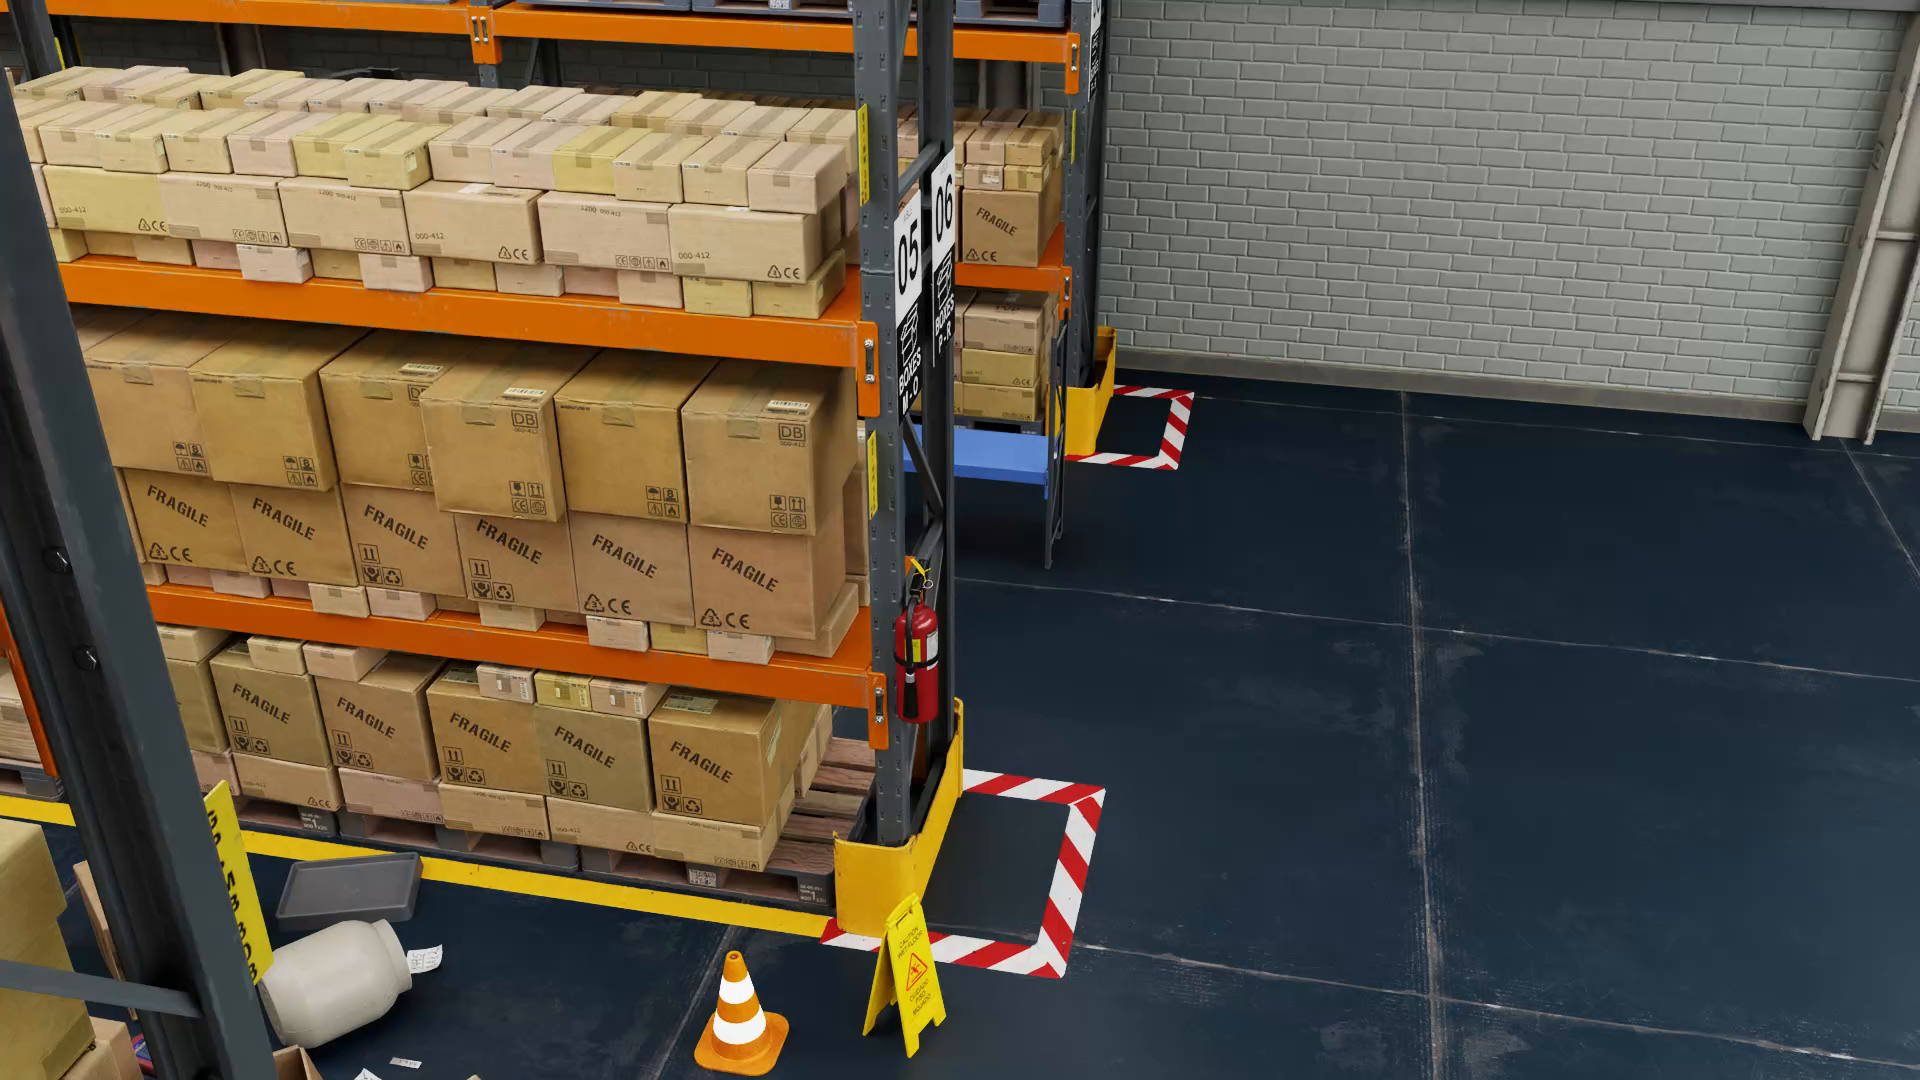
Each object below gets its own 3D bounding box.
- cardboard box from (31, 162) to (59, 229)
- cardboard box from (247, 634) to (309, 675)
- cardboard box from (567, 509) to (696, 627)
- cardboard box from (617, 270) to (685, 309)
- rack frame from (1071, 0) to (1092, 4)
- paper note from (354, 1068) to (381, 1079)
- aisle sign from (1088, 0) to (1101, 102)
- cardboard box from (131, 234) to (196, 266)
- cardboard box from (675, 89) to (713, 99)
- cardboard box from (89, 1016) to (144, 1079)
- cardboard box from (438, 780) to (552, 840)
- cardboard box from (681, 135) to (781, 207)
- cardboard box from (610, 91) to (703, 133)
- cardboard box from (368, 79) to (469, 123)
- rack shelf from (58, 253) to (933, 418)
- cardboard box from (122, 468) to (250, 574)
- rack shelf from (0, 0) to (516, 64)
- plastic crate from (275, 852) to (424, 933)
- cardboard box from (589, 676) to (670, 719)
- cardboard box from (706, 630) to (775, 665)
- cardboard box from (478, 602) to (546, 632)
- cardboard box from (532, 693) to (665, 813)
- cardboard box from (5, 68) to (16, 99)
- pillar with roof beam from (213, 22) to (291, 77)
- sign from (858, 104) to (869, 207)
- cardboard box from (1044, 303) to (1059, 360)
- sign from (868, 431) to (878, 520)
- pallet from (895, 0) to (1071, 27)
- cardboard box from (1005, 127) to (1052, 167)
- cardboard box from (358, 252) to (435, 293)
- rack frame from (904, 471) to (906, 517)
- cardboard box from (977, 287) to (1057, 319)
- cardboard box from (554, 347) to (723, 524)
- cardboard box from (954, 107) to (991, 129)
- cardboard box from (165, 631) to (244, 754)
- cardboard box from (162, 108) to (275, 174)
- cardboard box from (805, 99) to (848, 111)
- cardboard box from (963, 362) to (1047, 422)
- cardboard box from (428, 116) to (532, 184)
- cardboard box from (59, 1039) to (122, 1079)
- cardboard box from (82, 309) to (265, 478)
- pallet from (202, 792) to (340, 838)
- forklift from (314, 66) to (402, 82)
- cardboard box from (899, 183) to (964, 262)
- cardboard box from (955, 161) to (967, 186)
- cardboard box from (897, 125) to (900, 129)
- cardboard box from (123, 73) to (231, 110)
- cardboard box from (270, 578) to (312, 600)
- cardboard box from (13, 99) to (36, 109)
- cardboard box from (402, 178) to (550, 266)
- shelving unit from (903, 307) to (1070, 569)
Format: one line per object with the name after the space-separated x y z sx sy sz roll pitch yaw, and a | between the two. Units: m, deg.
-3.728 -1.461 6.680 0.500 0.250 0.500 5 29 9 | cardboard box
-2.968 0.432 7.468 0.250 0.149 0.380 7 29 13 | cardboard box
-1.266 -0.004 6.882 0.500 0.500 0.500 6 29 11 | cardboard box
-1.100 -1.015 6.280 0.250 0.149 0.380 7 29 12 | cardboard box
0.844 -4.815 9.837 0.127 3.000 1.000 6 29 11 | rack frame
-2.329 2.139 6.484 0.142 0.019 0.148 17 33 28 | paper note
0.847 -3.180 10.389 0.004 0.787 0.394 6 29 11 | aisle sign
-3.101 -1.243 6.697 0.250 0.149 0.380 7 29 12 | cardboard box
-1.937 -3.093 11.849 0.250 0.149 0.380 5 29 10 | cardboard box
-3.352 2.106 5.900 0.503 0.637 0.797 6 29 11 | cardboard box
-2.054 1.109 7.688 0.500 0.250 0.500 5 29 9 | cardboard box
-0.826 -1.347 6.056 0.250 0.149 0.380 6 29 11 | cardboard box
-1.206 -1.671 6.648 0.250 0.149 0.380 6 29 10 | cardboard box
-2.209 -1.769 6.827 0.250 0.149 0.380 6 29 11 | cardboard box
-2.145 -1.053 6.838 4.000 0.370 1.077 6 29 11 | rack shelf
-3.233 -0.213 7.264 0.500 0.500 0.500 6 29 10 | cardboard box
-5.024 -3.786 11.829 4.000 0.370 1.077 6 29 11 | rack shelf
-2.737 1.570 7.462 0.583 0.080 0.402 -4 29 -7 | plastic crate
-1.400 0.593 7.175 0.250 0.149 0.380 7 29 12 | cardboard box
-0.871 0.347 6.915 0.250 0.149 0.380 6 29 10 | cardboard box
-1.865 0.225 7.138 0.250 0.149 0.380 6 29 10 | cardboard box
-1.538 0.832 7.414 0.500 0.500 0.500 7 29 12 | cardboard box
-4.589 -1.934 7.417 0.500 0.250 0.500 5 29 9 | cardboard box
-6.416 -3.888 8.144 0.400 9.000 9.100 6 29 11 | pillar with roof beam
-0.325 -1.298 5.613 0.005 0.325 0.100 6 29 11 | sign
0.427 -1.526 11.981 0.500 0.250 0.500 6 29 11 | cardboard box
-0.325 -0.240 6.192 0.005 0.325 0.100 6 29 11 | sign
0.158 -3.544 10.730 1.213 0.211 1.003 6 29 11 | pallet
0.449 -2.580 10.911 0.250 0.149 0.380 6 29 11 | cardboard box
-2.108 -1.095 6.427 0.250 0.149 0.380 6 29 10 | cardboard box
-0.414 -0.700 10.129 0.032 1.500 0.500 6 29 11 | rack frame
0.413 -1.738 11.847 0.500 0.250 0.500 5 29 10 | cardboard box
-1.228 -0.468 6.689 0.500 0.500 0.700 6 29 11 | cardboard box
0.050 -2.839 11.384 0.250 0.149 0.380 6 29 12 | cardboard box
-3.580 0.625 7.791 0.500 0.500 0.500 7 30 13 | cardboard box
-2.840 -1.541 6.410 0.250 0.149 0.380 5 29 9 | cardboard box
-0.947 -2.945 11.579 0.250 0.149 0.380 6 29 11 | cardboard box
0.318 -1.061 11.652 0.500 0.250 0.500 6 29 11 | cardboard box
-1.805 -1.480 6.299 0.250 0.149 0.380 5 29 9 | cardboard box
-1.392 0.864 2.307 0.250 0.149 0.380 6 29 11 | cardboard box
-3.221 -0.659 7.037 0.500 0.500 0.700 6 29 11 | cardboard box
-3.437 1.020 8.328 1.213 0.211 1.003 6 29 11 | pallet
-2.756 -1.049 9.276 3.031 2.935 1.130 5 29 9 | forklift
-0.198 -2.210 11.221 0.500 0.500 0.500 7 29 12 | cardboard box
-0.051 -2.482 11.042 0.250 0.149 0.380 6 29 12 | cardboard box
-0.566 -2.637 11.016 0.250 0.149 0.380 7 29 12 | cardboard box
-3.239 -1.821 6.923 0.250 0.149 0.380 7 29 12 | cardboard box
-2.834 0.105 7.357 0.250 0.149 0.380 6 29 10 | cardboard box
-3.861 -1.624 6.562 0.250 0.149 0.380 5 29 10 | cardboard box
-1.746 -1.258 6.310 0.500 0.250 0.500 7 29 12 | cardboard box
0.083 -0.649 10.036 1.048 1.500 0.538 6 29 11 | shelving unit
